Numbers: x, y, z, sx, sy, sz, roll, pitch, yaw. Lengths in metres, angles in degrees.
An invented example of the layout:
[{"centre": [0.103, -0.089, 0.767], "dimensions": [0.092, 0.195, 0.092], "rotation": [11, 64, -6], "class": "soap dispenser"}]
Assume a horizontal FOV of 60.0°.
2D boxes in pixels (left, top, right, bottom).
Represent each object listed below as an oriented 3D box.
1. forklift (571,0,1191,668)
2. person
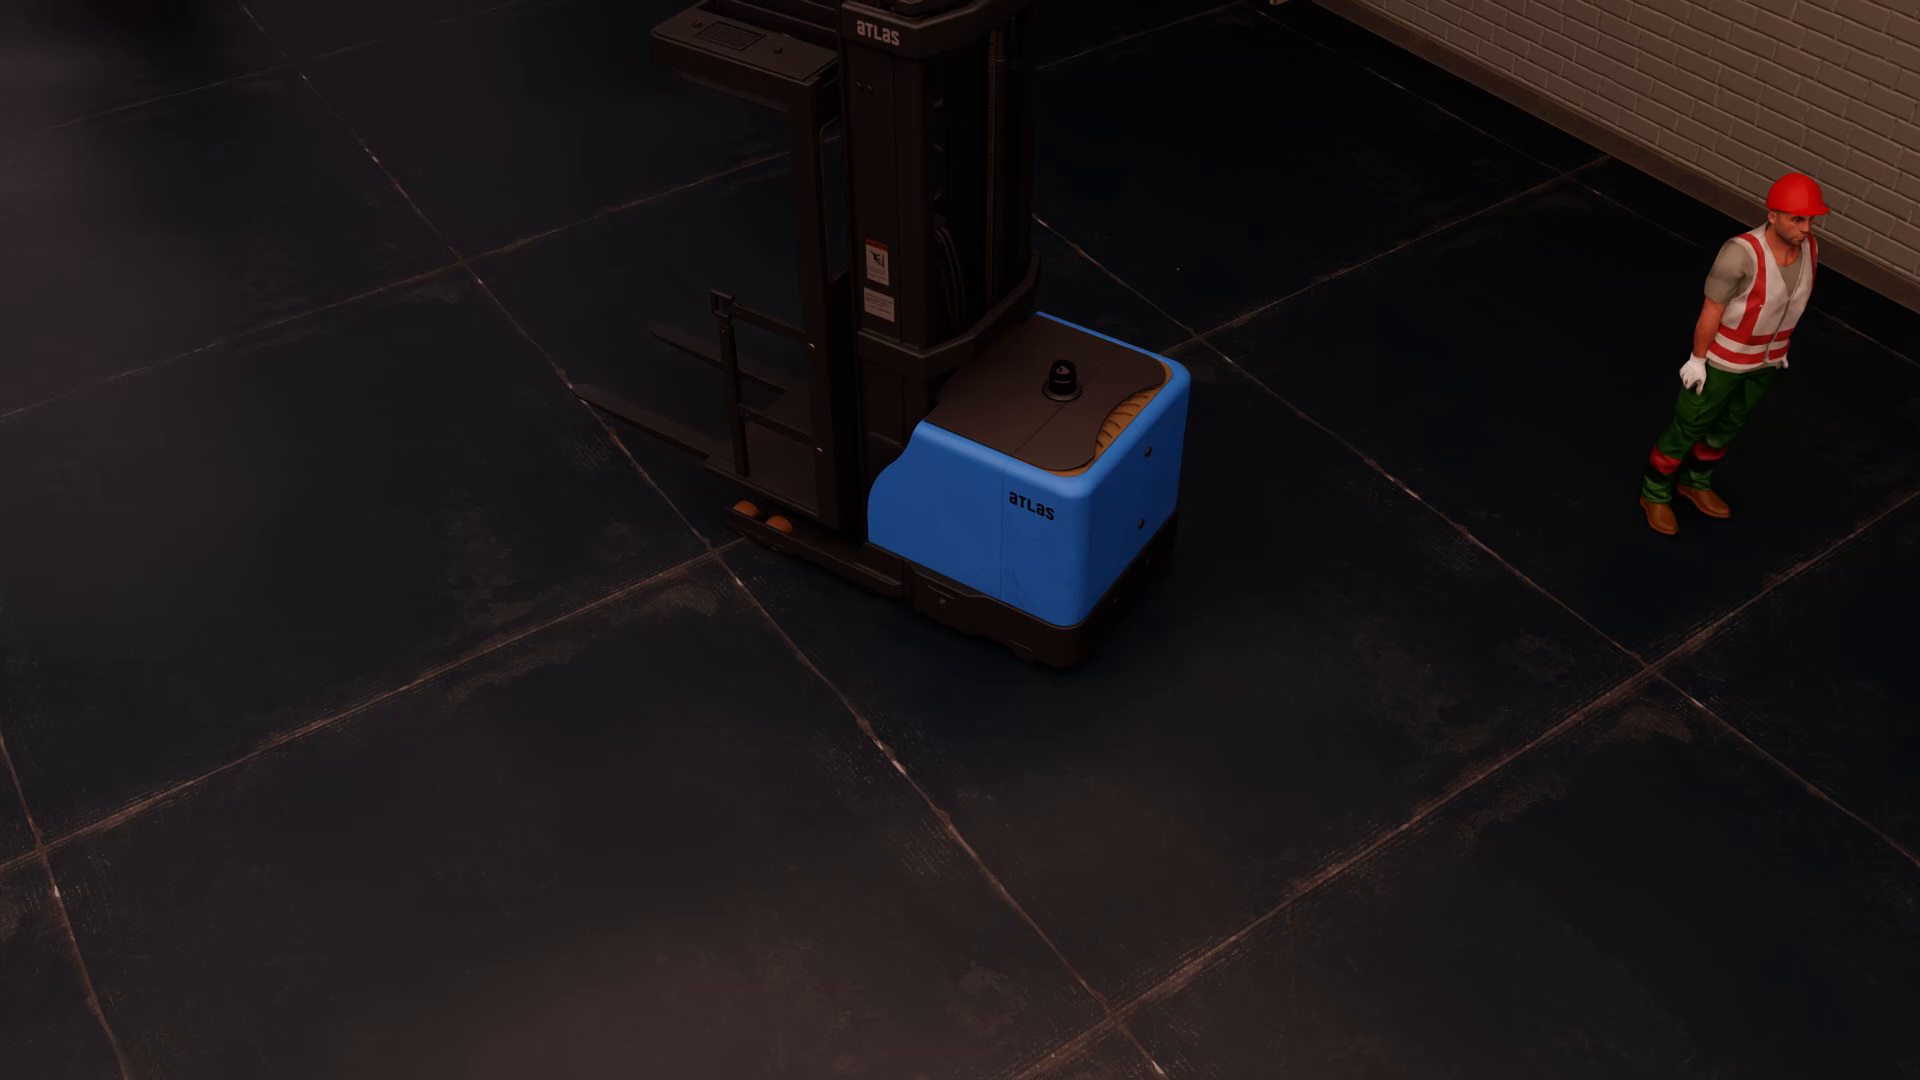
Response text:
[{"centre": [-0.511, -1.302, 7.129], "dimensions": [3.031, 2.935, 1.130], "rotation": [24, 48, 24], "class": "forklift"}, {"centre": [3.493, -0.819, 7.446], "dimensions": [0.538, 1.795, 0.348], "rotation": [-15, 45, -15], "class": "person"}]
